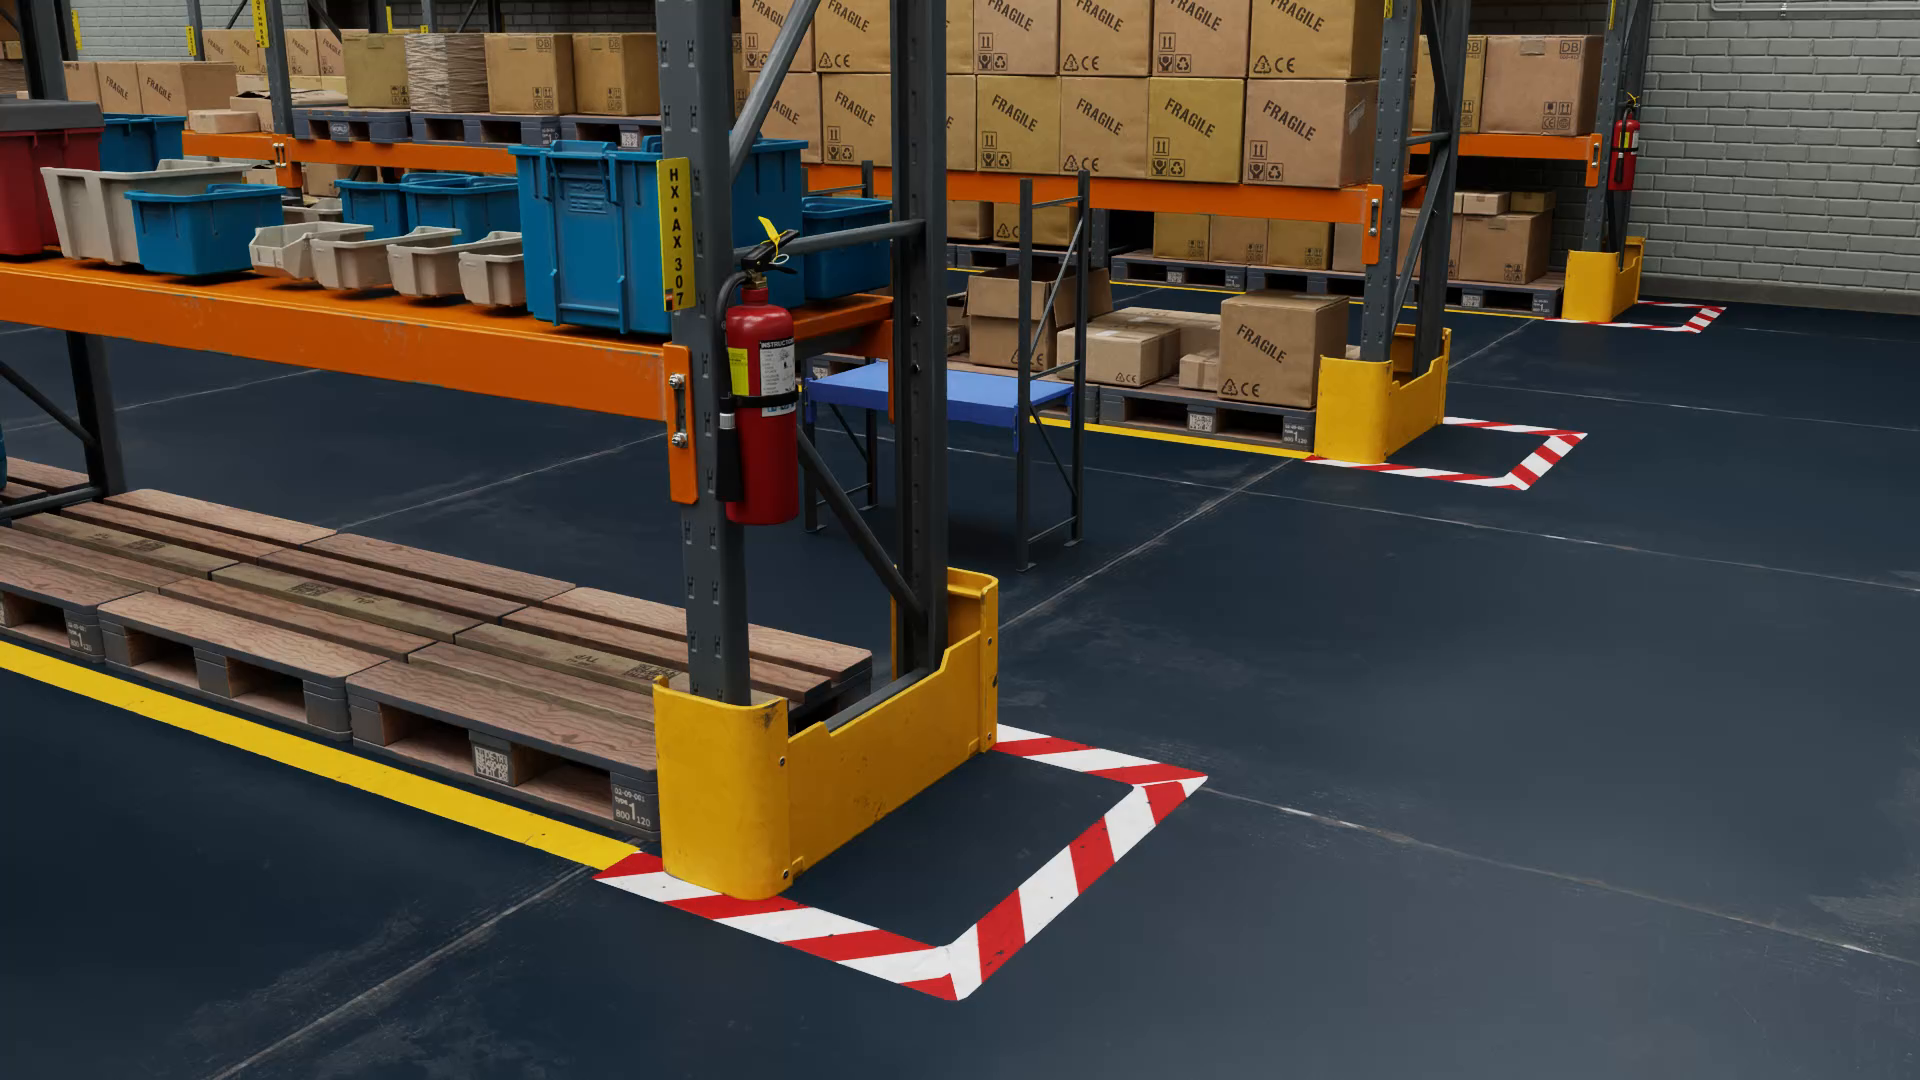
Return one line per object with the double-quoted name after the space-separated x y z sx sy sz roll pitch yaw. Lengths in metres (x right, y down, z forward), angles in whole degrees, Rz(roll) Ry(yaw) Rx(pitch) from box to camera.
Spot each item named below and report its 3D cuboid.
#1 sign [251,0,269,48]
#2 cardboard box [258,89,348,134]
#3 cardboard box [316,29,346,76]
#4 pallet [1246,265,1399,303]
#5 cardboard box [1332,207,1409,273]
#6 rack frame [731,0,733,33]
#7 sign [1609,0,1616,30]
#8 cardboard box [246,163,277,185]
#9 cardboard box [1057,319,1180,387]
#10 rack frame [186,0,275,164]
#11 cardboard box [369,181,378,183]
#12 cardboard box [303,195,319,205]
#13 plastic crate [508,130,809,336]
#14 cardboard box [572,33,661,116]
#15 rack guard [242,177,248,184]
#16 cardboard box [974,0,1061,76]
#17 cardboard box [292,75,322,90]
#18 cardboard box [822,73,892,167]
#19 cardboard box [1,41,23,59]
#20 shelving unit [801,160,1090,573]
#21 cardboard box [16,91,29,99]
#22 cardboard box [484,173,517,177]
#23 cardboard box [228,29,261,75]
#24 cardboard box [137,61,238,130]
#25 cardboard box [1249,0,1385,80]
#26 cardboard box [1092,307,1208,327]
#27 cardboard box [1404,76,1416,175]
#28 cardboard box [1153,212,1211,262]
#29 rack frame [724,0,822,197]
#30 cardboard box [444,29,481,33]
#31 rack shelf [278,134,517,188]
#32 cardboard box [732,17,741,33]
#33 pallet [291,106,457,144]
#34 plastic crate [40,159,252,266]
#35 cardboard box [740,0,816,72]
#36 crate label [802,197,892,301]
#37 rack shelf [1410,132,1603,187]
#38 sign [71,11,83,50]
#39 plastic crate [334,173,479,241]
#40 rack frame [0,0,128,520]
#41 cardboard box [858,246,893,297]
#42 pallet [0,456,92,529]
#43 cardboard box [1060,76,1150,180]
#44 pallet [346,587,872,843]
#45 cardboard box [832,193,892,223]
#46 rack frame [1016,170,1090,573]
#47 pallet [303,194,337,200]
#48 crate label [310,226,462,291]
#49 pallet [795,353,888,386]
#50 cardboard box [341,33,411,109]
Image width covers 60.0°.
-4.855 -3.587 11.537 0.005 0.325 0.100 10 20 30 "sign"
-4.854 -3.195 12.390 0.500 0.311 0.500 12 20 33 "cardboard box"
-6.803 -5.453 18.604 0.500 0.500 0.500 9 19 28 "cardboard box"
3.082 -2.135 13.548 1.213 0.211 1.003 10 20 30 "pallet"
3.335 -2.421 13.268 0.500 0.500 0.700 9 19 28 "cardboard box"
-1.978 -4.399 16.201 0.127 3.000 1.000 10 20 30 "rack frame"
4.543 -3.717 11.556 0.005 0.325 0.100 10 20 30 "sign"
-8.252 -4.412 20.114 0.500 0.311 0.500 8 19 24 "cardboard box"
0.864 -1.023 9.061 0.500 0.250 0.500 10 20 30 "cardboard box"
-8.795 -5.615 20.207 0.127 3.000 1.000 10 20 30 "rack frame"
-6.739 -4.102 19.371 0.250 0.149 0.380 8 19 26 "cardboard box"
-5.312 -2.555 13.175 0.500 0.311 0.500 10 19 29 "cardboard box"
-0.729 -0.778 4.119 0.499 0.435 0.616 10 20 30 "plastic crate"
-2.064 -3.028 10.793 0.500 0.500 0.700 14 22 39 "cardboard box"
-8.730 -4.408 20.532 0.348 0.500 1.175 10 20 30 "rack guard"
0.414 -2.713 8.758 0.500 0.500 0.500 11 20 32 "cardboard box"
-7.235 -5.168 18.959 0.500 0.250 0.500 10 20 31 "cardboard box"
-0.429 -2.388 9.411 0.500 0.500 0.500 11 20 31 "cardboard box"
-8.103 -4.227 14.346 0.250 0.149 0.380 10 20 30 "cardboard box"
-0.073 -0.731 6.706 1.048 1.500 0.538 10 20 30 "shelving unit"
-7.533 -3.644 13.974 0.500 0.250 0.500 12 20 33 "cardboard box"
-4.750 -3.914 18.148 0.500 0.500 0.700 11 20 32 "cardboard box"
-8.129 -5.687 19.377 0.500 0.500 0.500 10 20 30 "cardboard box"
-6.005 -3.470 12.972 0.500 0.500 0.500 9 19 27 "cardboard box"
1.727 -2.480 7.993 0.500 0.500 0.500 10 20 30 "cardboard box"
1.083 -1.154 9.494 0.500 0.250 0.500 10 20 30 "cardboard box"
2.010 -2.135 8.576 0.500 0.500 0.500 11 20 31 "cardboard box"
2.014 -2.656 14.042 0.500 0.500 0.700 10 20 31 "cardboard box"
-1.159 -2.563 10.157 0.127 3.000 1.000 10 20 30 "rack frame"
-5.677 -5.427 18.519 0.500 0.500 0.500 10 19 29 "cardboard box"
-2.863 -2.523 11.263 4.000 0.370 1.077 10 20 30 "rack shelf"
-2.287 -5.012 16.176 0.250 0.149 0.380 7 18 23 "cardboard box"
-3.953 -2.994 11.905 1.003 0.211 1.213 10 20 30 "pallet"
-2.549 -1.031 5.214 0.530 0.282 0.437 10 20 30 "plastic crate"
-0.904 -2.948 9.532 0.500 0.500 0.500 11 20 31 "cardboard box"
-0.384 -0.796 4.525 0.303 0.233 0.416 10 20 30 "crate label"
3.135 -3.142 13.301 4.000 0.370 1.077 10 20 30 "rack shelf"
-7.700 -4.432 14.453 0.005 0.325 0.100 10 20 30 "sign"
-1.761 -1.042 5.334 0.300 0.233 0.416 10 20 30 "plastic crate"
-3.754 -1.336 6.120 0.127 3.000 1.000 10 20 30 "rack frame"
-0.525 -1.561 10.402 0.500 0.500 0.500 10 20 30 "cardboard box"
-4.390 -0.130 6.946 1.213 0.211 1.003 10 20 30 "pallet"
0.860 -2.158 8.653 0.500 0.500 0.500 10 20 30 "cardboard box"
-1.028 0.471 4.967 1.213 0.211 1.003 10 20 30 "pallet"
-0.677 -3.292 15.533 0.750 0.750 0.750 10 20 30 "cardboard box"
0.360 -0.653 6.451 0.032 1.500 0.500 10 20 30 "rack frame"
-7.021 -3.951 19.526 1.213 0.211 1.003 10 20 30 "pallet"
-1.625 -0.794 4.684 0.243 0.136 0.396 10 20 30 "crate label"
-0.574 -1.124 10.217 1.213 0.211 1.003 10 20 30 "pallet"
-3.971 -3.352 11.861 0.500 0.500 0.700 4 17 12 "cardboard box"
